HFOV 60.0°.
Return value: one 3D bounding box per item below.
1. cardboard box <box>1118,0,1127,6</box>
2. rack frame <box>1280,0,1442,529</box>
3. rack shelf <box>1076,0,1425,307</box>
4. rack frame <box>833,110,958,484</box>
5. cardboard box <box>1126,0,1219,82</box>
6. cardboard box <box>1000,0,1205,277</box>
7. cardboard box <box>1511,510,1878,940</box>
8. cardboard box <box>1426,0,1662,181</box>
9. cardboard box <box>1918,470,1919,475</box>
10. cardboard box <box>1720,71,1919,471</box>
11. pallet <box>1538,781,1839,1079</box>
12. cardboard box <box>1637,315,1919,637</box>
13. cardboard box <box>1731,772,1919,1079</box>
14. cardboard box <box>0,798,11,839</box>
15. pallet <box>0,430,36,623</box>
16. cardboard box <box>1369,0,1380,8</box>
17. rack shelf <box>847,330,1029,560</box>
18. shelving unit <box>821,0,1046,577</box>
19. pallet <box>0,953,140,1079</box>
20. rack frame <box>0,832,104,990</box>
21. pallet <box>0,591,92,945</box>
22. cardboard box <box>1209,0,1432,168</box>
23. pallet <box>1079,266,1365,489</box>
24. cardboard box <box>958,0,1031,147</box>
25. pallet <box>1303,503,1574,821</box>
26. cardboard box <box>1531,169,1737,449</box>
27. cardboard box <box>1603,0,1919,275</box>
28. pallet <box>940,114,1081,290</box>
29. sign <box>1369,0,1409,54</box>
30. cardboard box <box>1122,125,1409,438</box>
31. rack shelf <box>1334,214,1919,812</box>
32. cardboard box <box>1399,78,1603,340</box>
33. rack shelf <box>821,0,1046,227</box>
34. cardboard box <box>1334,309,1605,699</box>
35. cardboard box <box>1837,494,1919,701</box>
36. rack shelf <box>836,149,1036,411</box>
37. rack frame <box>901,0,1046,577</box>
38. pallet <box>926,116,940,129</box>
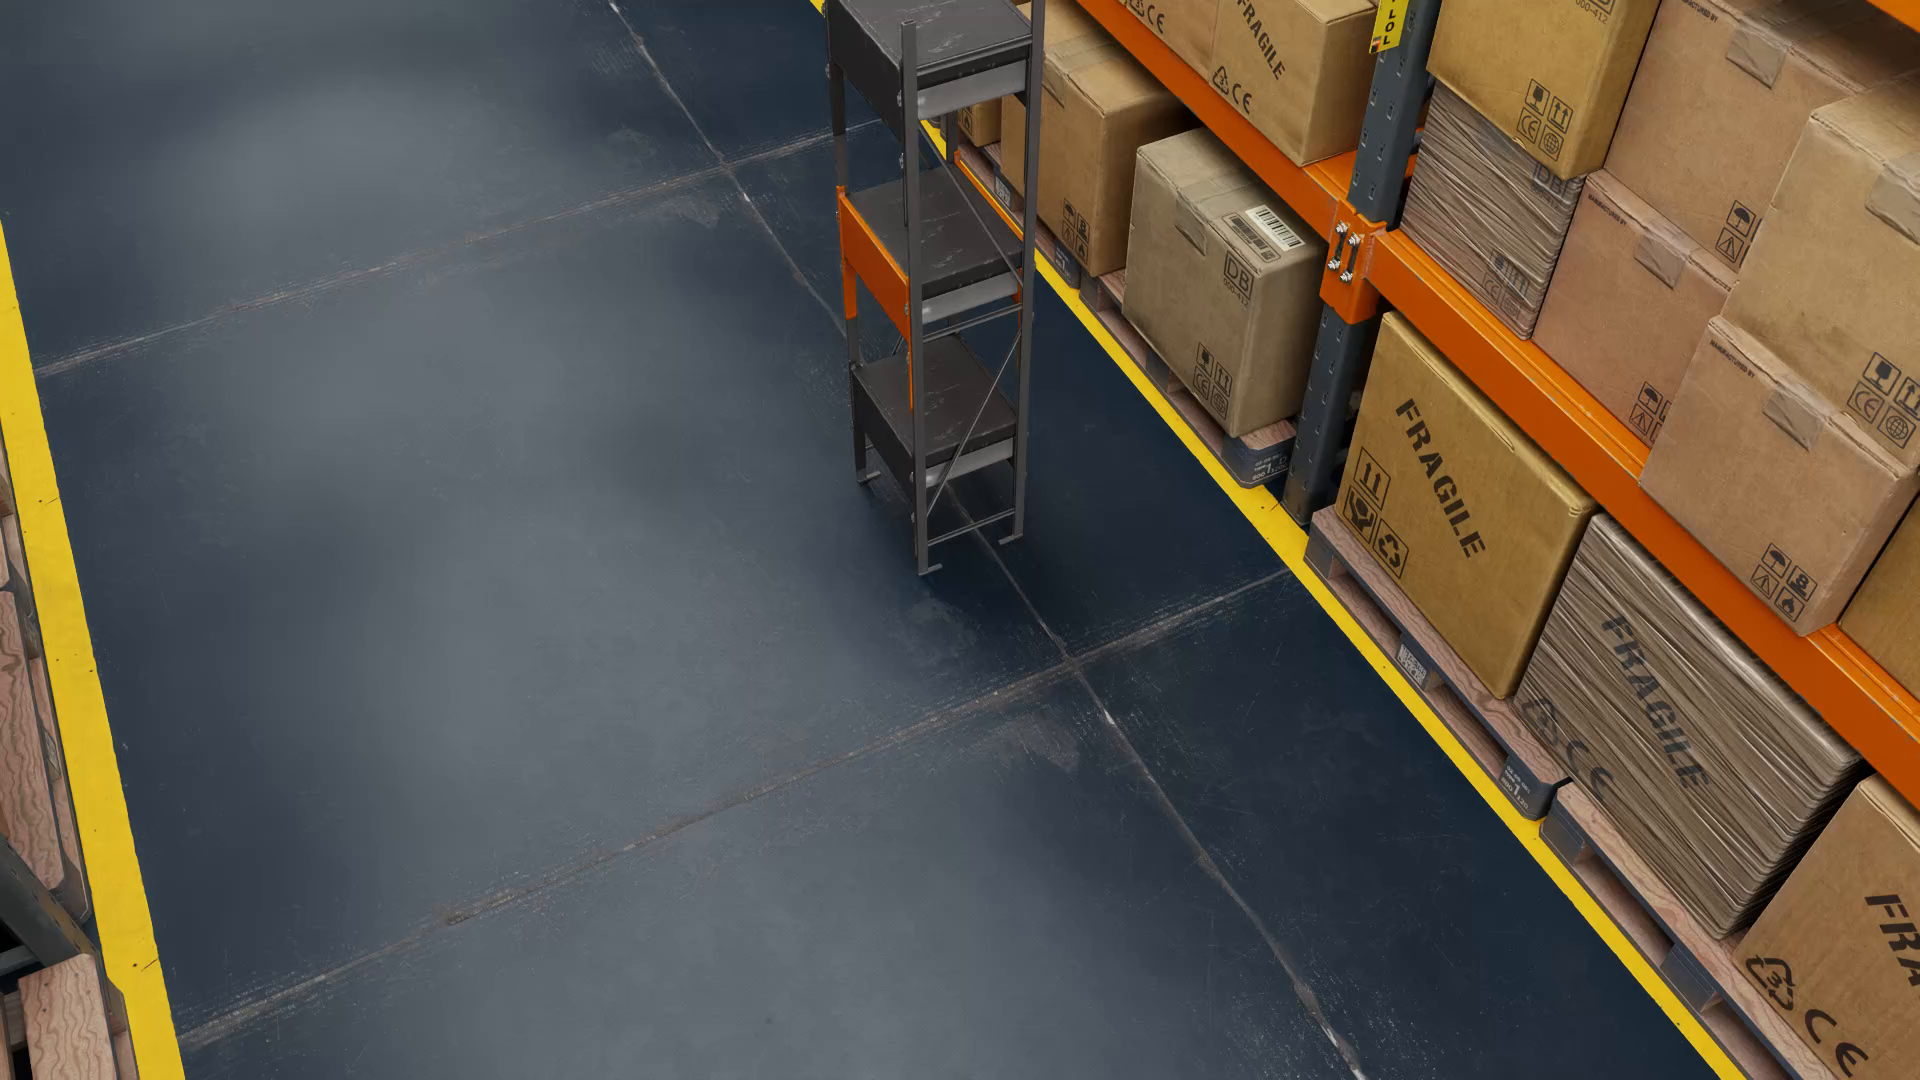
[{"bbox_3d":[0.661,-2.208,5.622,0.500,0.500,0.500,-21,52,-17],"label":"cardboard box"},{"bbox_3d":[1.600,-1.241,4.843,1.000,3.000,0.127,-21,52,-18],"label":"rack frame"},{"bbox_3d":[0.685,-2.343,6.285,1.077,0.370,4.000,-21,52,-18],"label":"rack shelf"},{"bbox_3d":[-0.187,-0.965,5.199,0.400,2.100,0.015,-21,52,-18],"label":"rack frame"},{"bbox_3d":[0.892,-1.870,5.326,0.500,0.500,0.500,-22,52,-18],"label":"cardboard box"},{"bbox_3d":[0.798,-1.670,6.434,1.050,0.750,0.750,-21,52,-18],"label":"cardboard box"},{"bbox_3d":[2.241,0.367,4.569,0.875,0.875,0.875,-21,52,-17],"label":"cardboard box"},{"bbox_3d":[1.738,-1.388,4.154,0.875,0.550,0.550,-21,52,-18],"label":"cardboard box"},{"bbox_3d":[2.467,-0.299,3.201,0.875,0.550,0.500,-21,52,-18],"label":"cardboard box"},{"bbox_3d":[2.218,-0.651,3.509,0.875,0.550,0.550,-21,52,-18],"label":"cardboard box"},{"bbox_3d":[2.440,1.030,4.709,1.003,0.211,1.213,-21,52,-18],"label":"pallet"},{"bbox_3d":[2.193,-0.286,3.907,0.875,0.550,0.550,-21,52,-18],"label":"cardboard box"},{"bbox_3d":[2.657,0.978,4.035,0.875,0.875,0.875,-22,52,-18],"label":"cardboard box"},{"bbox_3d":[-3.119,0.659,4.549,0.700,0.500,0.500,-25,53,-20],"label":"cardboard box"},{"bbox_3d":[-3.777,-0.021,5.628,1.003,0.211,1.213,-21,52,-18],"label":"pallet"},{"bbox_3d":[1.367,-1.934,4.718,0.700,0.500,0.500,-22,52,-18],"label":"cardboard box"},{"bbox_3d":[-0.076,-0.332,5.594,0.431,0.518,0.480,-21,52,-18],"label":"rack shelf"},{"bbox_3d":[-0.076,-0.802,5.057,0.431,2.100,0.503,-21,52,-18],"label":"shelving unit"},{"bbox_3d":[-2.518,1.755,4.075,1.003,0.211,1.213,-21,52,-18],"label":"pallet"},{"bbox_3d":[-2.857,0.399,3.408,1.000,3.000,0.127,-21,52,-18],"label":"rack frame"},{"bbox_3d":[-3.214,0.797,4.913,1.003,0.211,1.213,-21,52,-18],"label":"pallet"},{"bbox_3d":[1.123,-1.532,5.030,0.500,0.500,0.500,-21,52,-18],"label":"cardboard box"},{"bbox_3d":[1.180,-0.814,6.322,1.003,0.211,1.213,-21,52,-18],"label":"pallet"},{"bbox_3d":[0.371,-2.294,6.979,1.050,0.750,0.750,-20,52,-17],"label":"cardboard box"},{"bbox_3d":[1.878,0.212,5.424,1.003,0.211,1.213,-21,52,-18],"label":"pallet"},{"bbox_3d":[2.051,-0.688,4.259,0.875,0.550,0.550,-21,52,-18],"label":"cardboard box"},{"bbox_3d":[2.093,-1.059,3.867,0.875,0.550,0.550,-21,52,-18],"label":"cardboard box"},{"bbox_3d":[0.617,-1.631,7.037,1.003,0.211,1.213,-21,52,-18],"label":"pallet"},{"bbox_3d":[1.122,-1.403,4.268,0.100,0.325,0.005,-21,52,-18],"label":"sign"},{"bbox_3d":[1.236,-1.024,5.868,1.050,0.750,0.750,-21,52,-18],"label":"cardboard box"},{"bbox_3d":[2.515,0.334,3.943,1.077,0.370,4.000,-21,52,-18],"label":"rack shelf"},{"bbox_3d":[1.779,-1.048,4.574,0.875,0.550,0.550,-21,52,-18],"label":"cardboard box"},{"bbox_3d":[-0.076,-1.254,4.540,0.431,0.518,0.480,-21,52,-18],"label":"rack shelf"},{"bbox_3d":[1.825,-0.235,5.095,0.875,0.875,0.875,-20,52,-17],"label":"cardboard box"},{"bbox_3d":[2.525,0.034,3.627,0.875,0.550,0.500,-21,52,-18],"label":"cardboard box"},{"bbox_3d":[-0.076,-0.793,5.067,0.431,0.518,0.480,-21,52,-18],"label":"rack shelf"},{"bbox_3d":[0.036,-0.639,4.914,0.400,2.100,0.015,-21,52,-18],"label":"rack frame"},{"bbox_3d":[0.063,-2.447,7.750,1.003,0.211,1.213,-21,52,-18],"label":"pallet"}]
